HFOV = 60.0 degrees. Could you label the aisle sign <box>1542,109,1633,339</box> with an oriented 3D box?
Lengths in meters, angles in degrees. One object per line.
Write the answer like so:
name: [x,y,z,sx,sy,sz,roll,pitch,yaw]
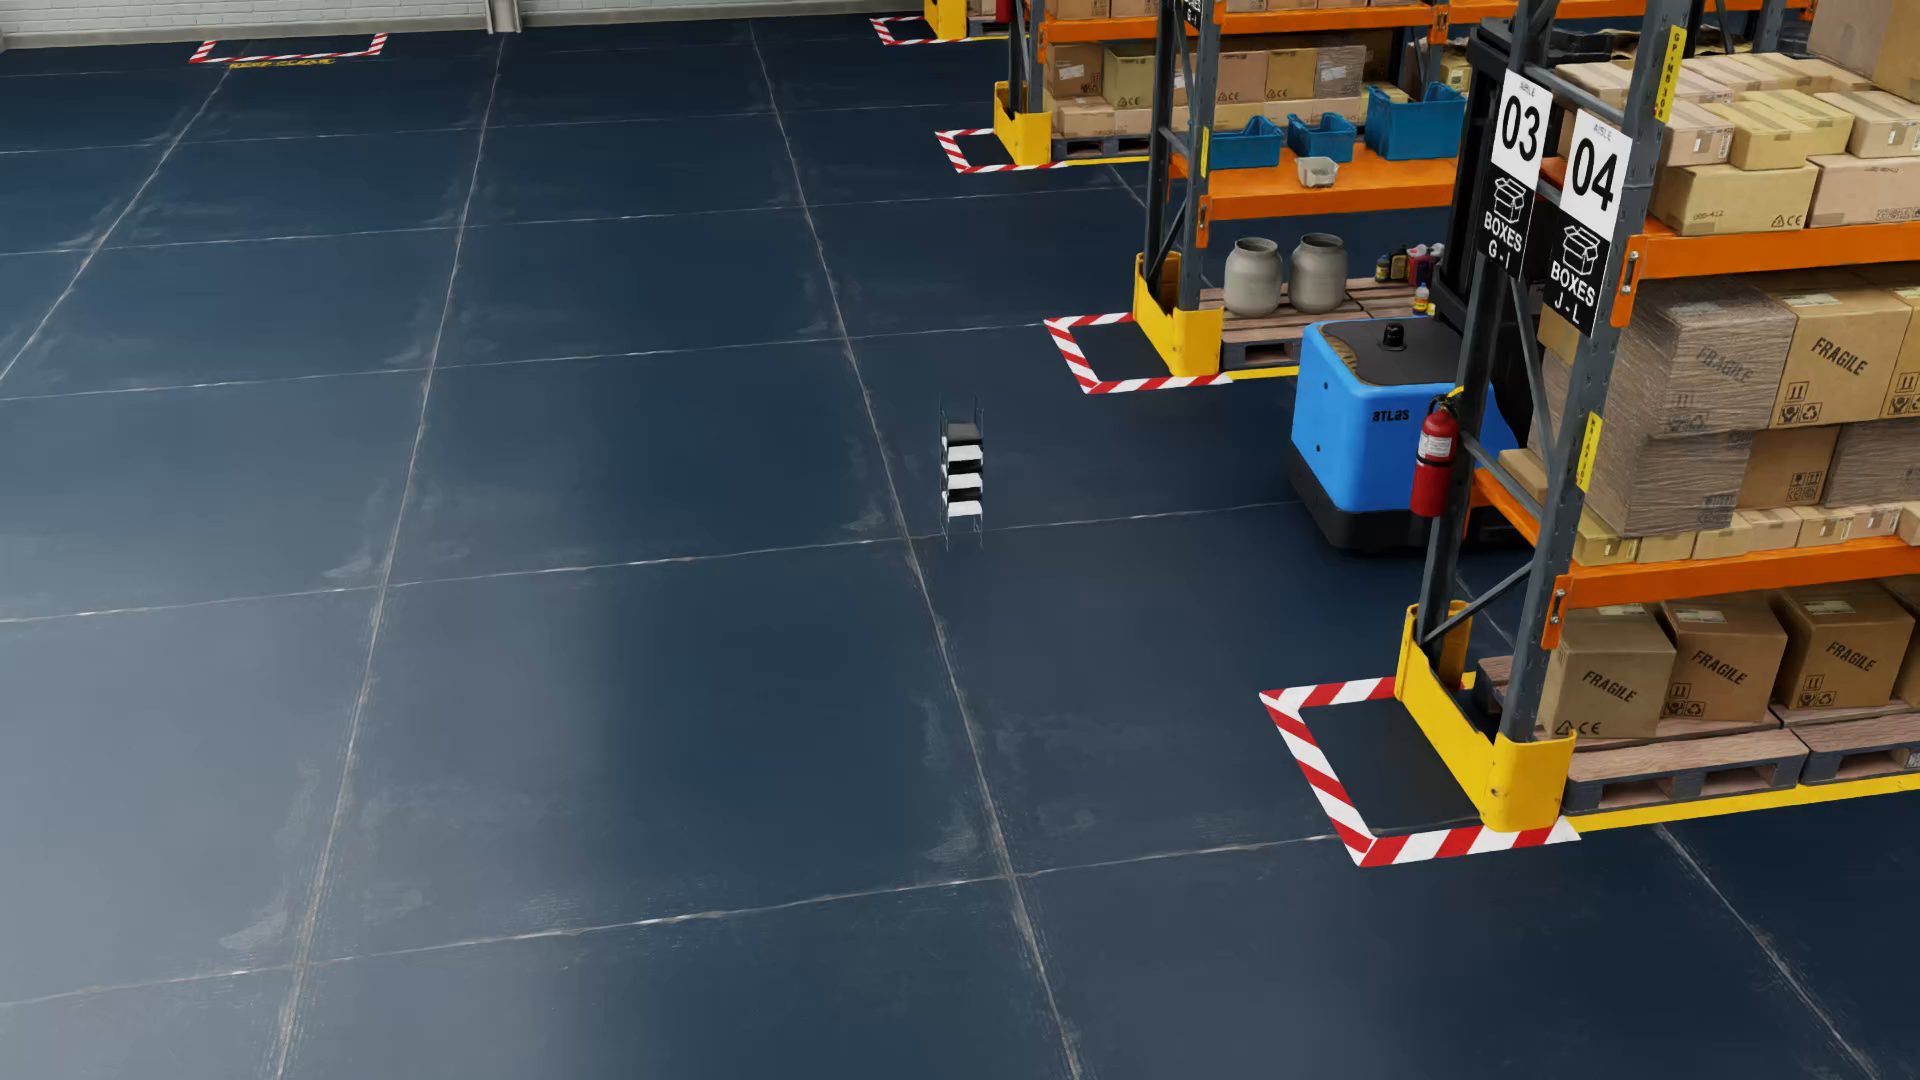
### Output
aisle sign: [2.408,-1.216,6.408,0.004,0.787,0.394,-5,31,-9]

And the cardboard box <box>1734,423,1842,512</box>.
cardboard box: [3.431,-0.564,7.472,0.500,0.500,0.875,-5,31,-9]

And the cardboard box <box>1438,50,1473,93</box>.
cardboard box: [5.020,-4.706,16.654,0.500,0.311,0.500,-5,31,-9]

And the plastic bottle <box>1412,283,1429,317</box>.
plastic bottle: [3.362,-1.744,12.128,0.097,0.271,0.097,0,30,0]

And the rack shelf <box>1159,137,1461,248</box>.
rack shelf: [3.490,-2.593,12.024,4.000,0.370,1.077,-5,31,-9]

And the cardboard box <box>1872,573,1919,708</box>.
cardboard box: [4.790,0.449,8.193,0.500,0.500,0.500,-8,31,-13]

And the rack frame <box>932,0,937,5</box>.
rack frame: [-0.262,-7.660,19.932,0.127,3.000,1.000,-5,31,-9]

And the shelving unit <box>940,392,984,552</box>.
shelving unit: [0.008,-0.389,9.638,0.210,0.900,0.258,-5,31,-9]

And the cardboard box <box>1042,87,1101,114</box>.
cardboard box: [1.108,-4.382,16.656,0.500,0.250,0.500,-5,31,-9]

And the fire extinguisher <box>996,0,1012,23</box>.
fire extinguisher: [0.434,-5.378,16.127,0.183,0.674,0.296,-5,31,-9]

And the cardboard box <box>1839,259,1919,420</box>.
cardboard box: [3.990,-0.856,6.982,0.500,0.500,0.500,-5,31,-9]

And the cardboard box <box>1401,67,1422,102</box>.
cardboard box: [4.924,-4.733,17.254,0.500,0.250,0.500,-6,31,-9]

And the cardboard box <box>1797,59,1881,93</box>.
cardboard box: [3.667,-1.872,6.884,0.250,0.149,0.380,-5,31,-8]

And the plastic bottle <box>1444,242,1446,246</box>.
plastic bottle: [3.802,-2.193,12.814,0.185,0.351,0.144,-4,31,-7]

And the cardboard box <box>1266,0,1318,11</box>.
cardboard box: [3.122,-5.460,16.091,0.500,0.500,0.700,-5,31,-8]

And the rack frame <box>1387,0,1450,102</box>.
rack frame: [4.569,-5.555,16.353,0.127,3.000,1.000,-5,31,-9]

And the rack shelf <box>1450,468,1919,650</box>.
rack shelf: [4.382,-0.123,7.824,4.000,0.370,1.077,-5,31,-9]

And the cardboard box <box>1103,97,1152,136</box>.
cardboard box: [1.693,-4.171,16.298,0.500,0.250,0.500,-5,31,-9]

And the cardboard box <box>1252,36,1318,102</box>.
cardboard box: [3.167,-4.636,16.347,0.500,0.500,0.500,-5,31,-9]

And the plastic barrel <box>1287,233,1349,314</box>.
plastic barrel: [2.649,-1.973,12.300,0.421,0.512,0.421,0,30,0]

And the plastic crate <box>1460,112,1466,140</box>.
plastic crate: [4.071,-3.011,12.235,0.662,0.188,0.450,-5,31,-9]

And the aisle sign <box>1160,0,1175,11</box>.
aisle sign: [1.398,-3.982,11.113,0.004,0.787,0.394,-5,31,-9]

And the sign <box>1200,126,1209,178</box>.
sign: [1.618,-2.565,10.994,0.005,0.325,0.100,-5,31,-9]

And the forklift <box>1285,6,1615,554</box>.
forklift: [3.599,-1.504,9.531,3.031,2.935,1.130,-4,31,-6]

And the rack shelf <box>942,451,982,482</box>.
rack shelf: [0.008,-0.437,9.609,0.200,0.077,0.258,-5,31,-9]

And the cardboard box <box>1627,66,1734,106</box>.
cardboard box: [2.909,-1.797,6.757,0.250,0.149,0.380,-6,31,-11]

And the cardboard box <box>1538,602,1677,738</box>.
cardboard box: [3.032,0.597,7.941,0.500,0.500,0.500,0,30,0]

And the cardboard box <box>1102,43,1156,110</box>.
cardboard box: [1.693,-4.494,16.106,0.500,0.500,0.500,-5,31,-9]

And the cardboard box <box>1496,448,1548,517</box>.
cardboard box: [2.658,-0.271,7.614,0.250,0.149,0.380,-5,31,-9]

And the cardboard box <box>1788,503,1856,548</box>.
cardboard box: [3.725,-0.131,7.375,0.250,0.149,0.380,-5,31,-9]

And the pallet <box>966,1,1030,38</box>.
pallet: [0.619,-6.521,20.746,1.213,0.211,1.003,-5,31,-9]

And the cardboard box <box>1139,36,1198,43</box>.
cardboard box: [2.089,-4.805,16.636,0.500,0.500,0.500,-5,31,-9]

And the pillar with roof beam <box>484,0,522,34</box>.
pillar with roof beam: [-4.855,-8.047,14.671,0.400,9.000,9.100,-5,31,-9]

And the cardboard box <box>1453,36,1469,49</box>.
cardboard box: [5.426,-5.023,17.193,0.500,0.311,0.500,-4,31,-8]

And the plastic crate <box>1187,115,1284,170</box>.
plastic crate: [1.961,-2.851,11.900,0.616,0.251,0.499,-5,31,-9]

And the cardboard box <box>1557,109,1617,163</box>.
cardboard box: [2.843,-1.650,6.899,0.500,0.250,0.500,-5,31,-8]

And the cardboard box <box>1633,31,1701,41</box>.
cardboard box: [7.420,-5.204,17.501,0.500,0.311,0.500,-6,31,-10]

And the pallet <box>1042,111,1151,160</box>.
pallet: [1.379,-4.079,16.593,1.213,0.211,1.003,-5,31,-9]

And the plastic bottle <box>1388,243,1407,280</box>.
plastic bottle: [3.362,-2.145,12.799,0.133,0.283,0.061,-5,31,-8]

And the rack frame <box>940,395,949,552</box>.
rack frame: [-0.092,-0.379,9.622,0.006,0.900,0.240,-5,31,-9]

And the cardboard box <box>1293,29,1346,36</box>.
cardboard box: [3.566,-4.939,16.862,0.500,0.500,0.500,-5,31,-9]

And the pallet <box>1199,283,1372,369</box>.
pallet: [2.389,-1.620,12.411,1.213,0.211,1.003,-5,31,-9]

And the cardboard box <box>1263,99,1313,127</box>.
cardboard box: [3.169,-4.306,16.527,0.500,0.250,0.500,-5,31,-9]

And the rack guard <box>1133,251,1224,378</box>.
rack guard: [1.589,-1.673,12.216,0.348,0.500,1.175,-5,31,-9]

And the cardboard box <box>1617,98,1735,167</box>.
cardboard box: [2.727,-1.561,6.355,0.250,0.149,0.380,-6,31,-9]

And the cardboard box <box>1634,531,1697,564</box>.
cardboard box: [2.987,-0.063,7.260,0.250,0.149,0.380,-5,31,-9]

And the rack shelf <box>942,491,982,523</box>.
rack shelf: [0.008,-0.205,9.746,0.200,0.077,0.258,-5,31,-9]

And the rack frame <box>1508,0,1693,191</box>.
rack frame: [2.415,-2.837,5.811,0.127,3.000,1.000,-5,31,-9]

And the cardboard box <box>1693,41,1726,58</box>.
cardboard box: [7.522,-4.937,17.046,0.500,0.311,0.500,-6,31,-10]

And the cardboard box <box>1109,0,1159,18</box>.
cardboard box: [1.611,-5.320,15.854,0.500,0.500,0.700,-5,31,-8]

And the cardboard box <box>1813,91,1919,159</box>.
cardboard box: [3.507,-1.610,6.439,0.250,0.149,0.380,-4,31,-7]
